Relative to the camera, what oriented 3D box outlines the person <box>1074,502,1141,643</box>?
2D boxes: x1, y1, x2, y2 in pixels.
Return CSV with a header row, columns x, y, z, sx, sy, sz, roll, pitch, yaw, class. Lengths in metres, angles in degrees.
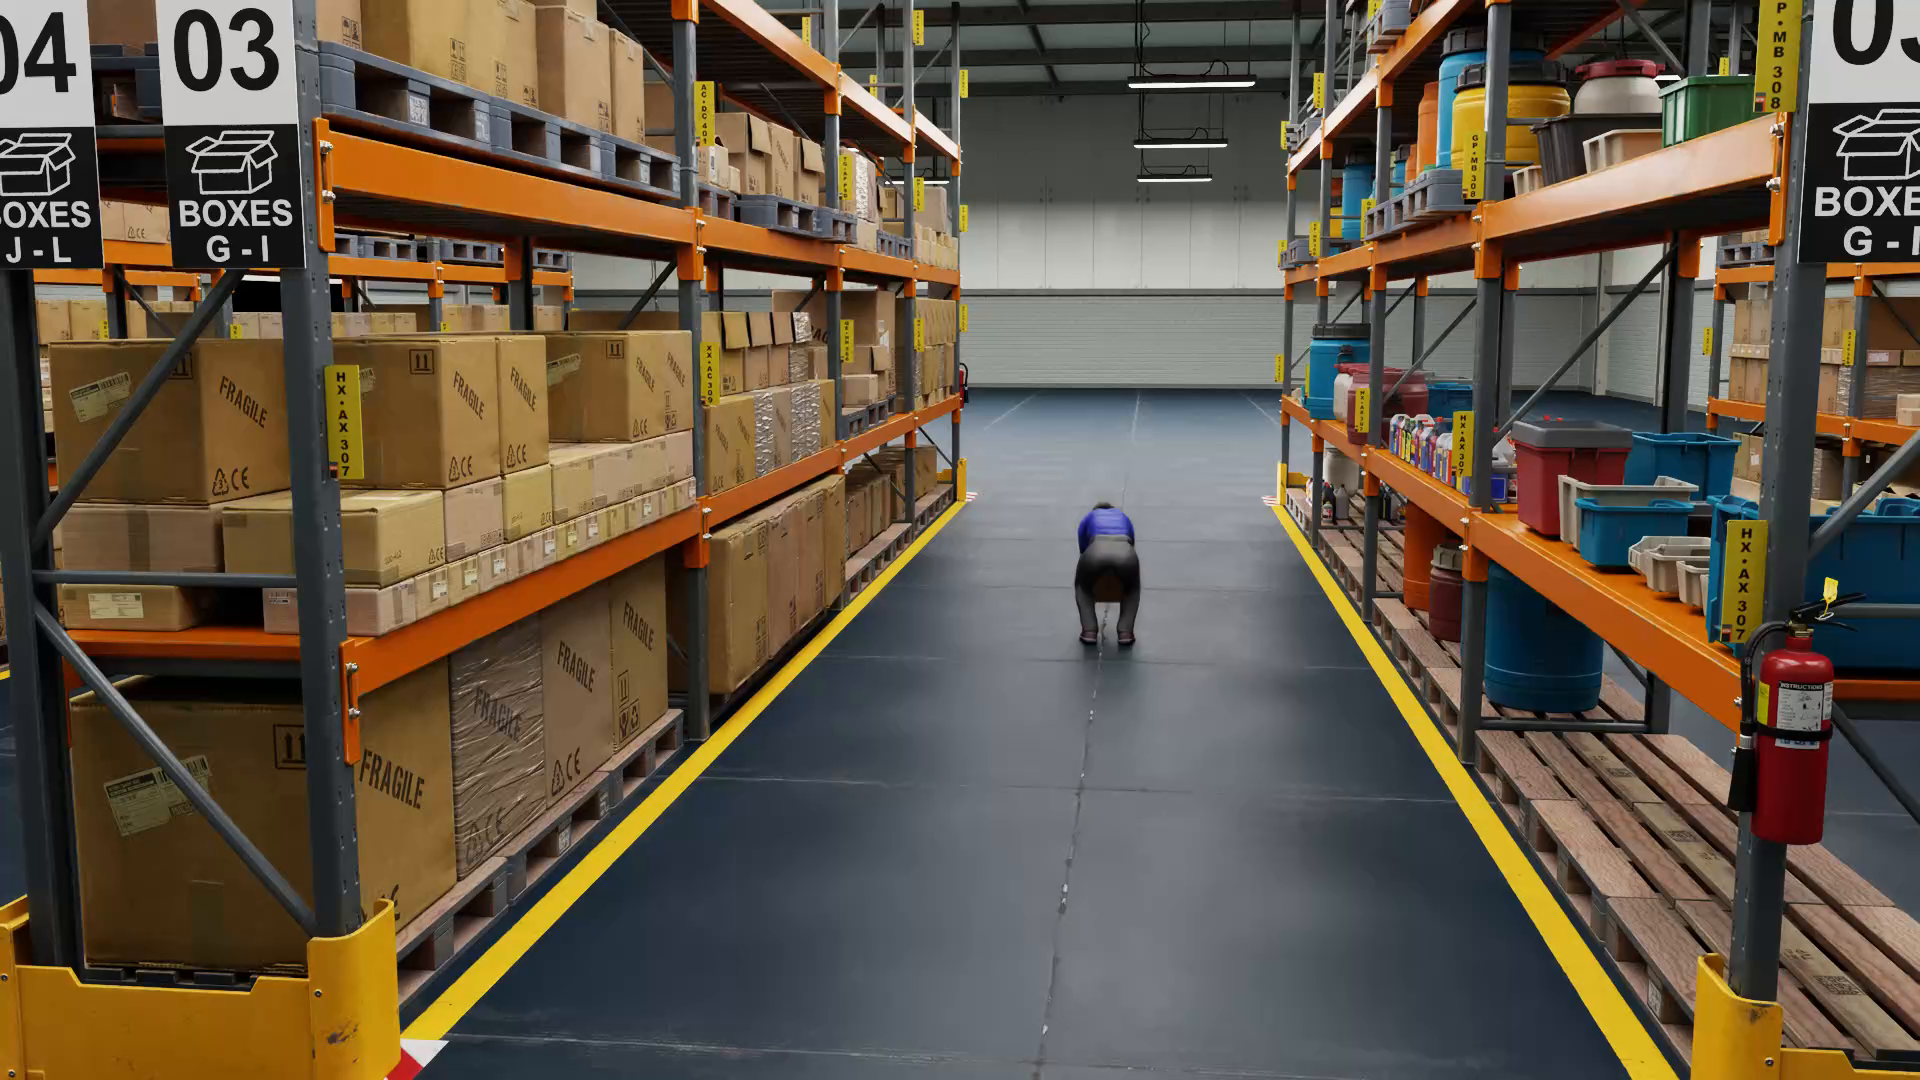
x,y,z,sx,sy,sz,roll,pitch,yaw,class
1.049,0.226,11.813,0.473,0.948,0.866,1,8,4,person
